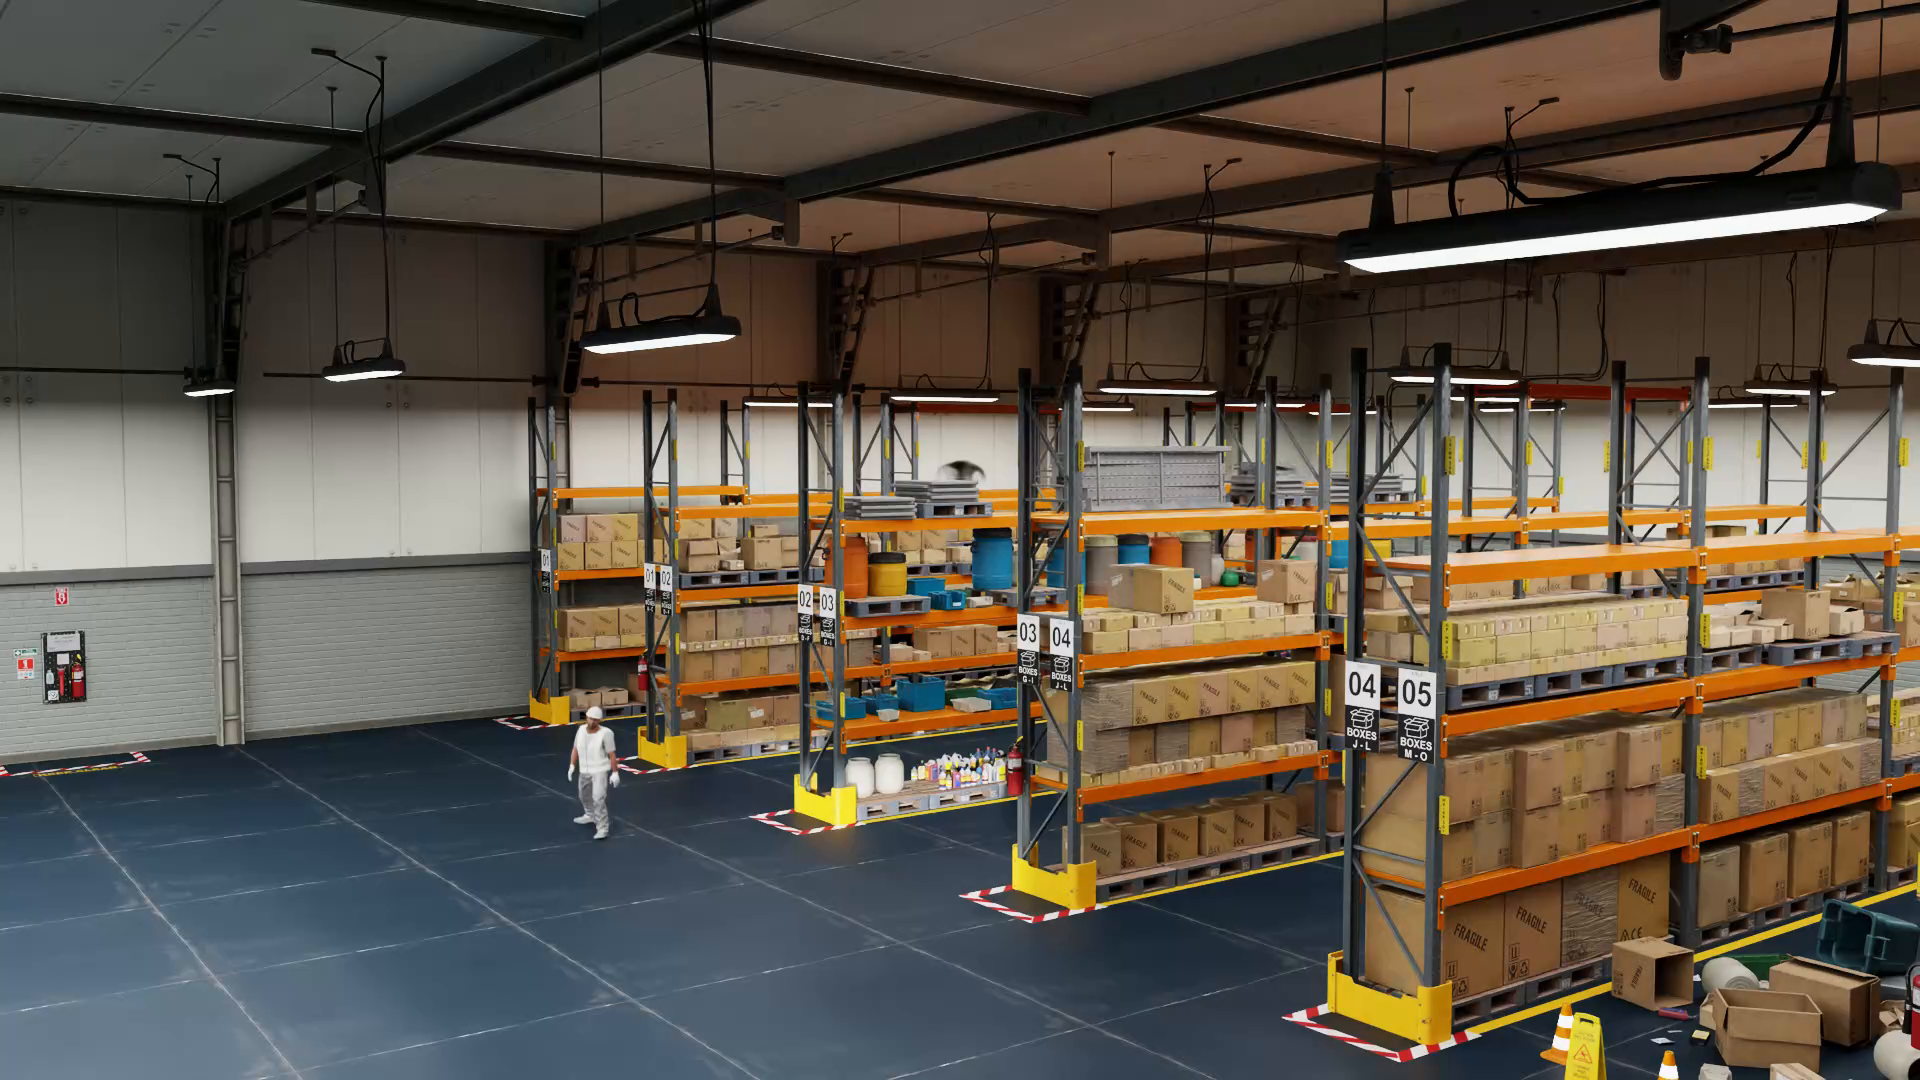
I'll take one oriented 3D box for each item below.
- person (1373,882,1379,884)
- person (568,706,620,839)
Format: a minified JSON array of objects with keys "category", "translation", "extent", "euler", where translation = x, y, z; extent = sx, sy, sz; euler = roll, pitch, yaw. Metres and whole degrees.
[{"category":"person","translation":[4.787,3.377,17.830],"extent":[1.153,1.503,0.633],"euler":[-2,4,-25]},{"category":"person","translation":[-4.851,3.013,21.899],"extent":[0.858,1.721,0.738],"euler":[2,4,24]}]
